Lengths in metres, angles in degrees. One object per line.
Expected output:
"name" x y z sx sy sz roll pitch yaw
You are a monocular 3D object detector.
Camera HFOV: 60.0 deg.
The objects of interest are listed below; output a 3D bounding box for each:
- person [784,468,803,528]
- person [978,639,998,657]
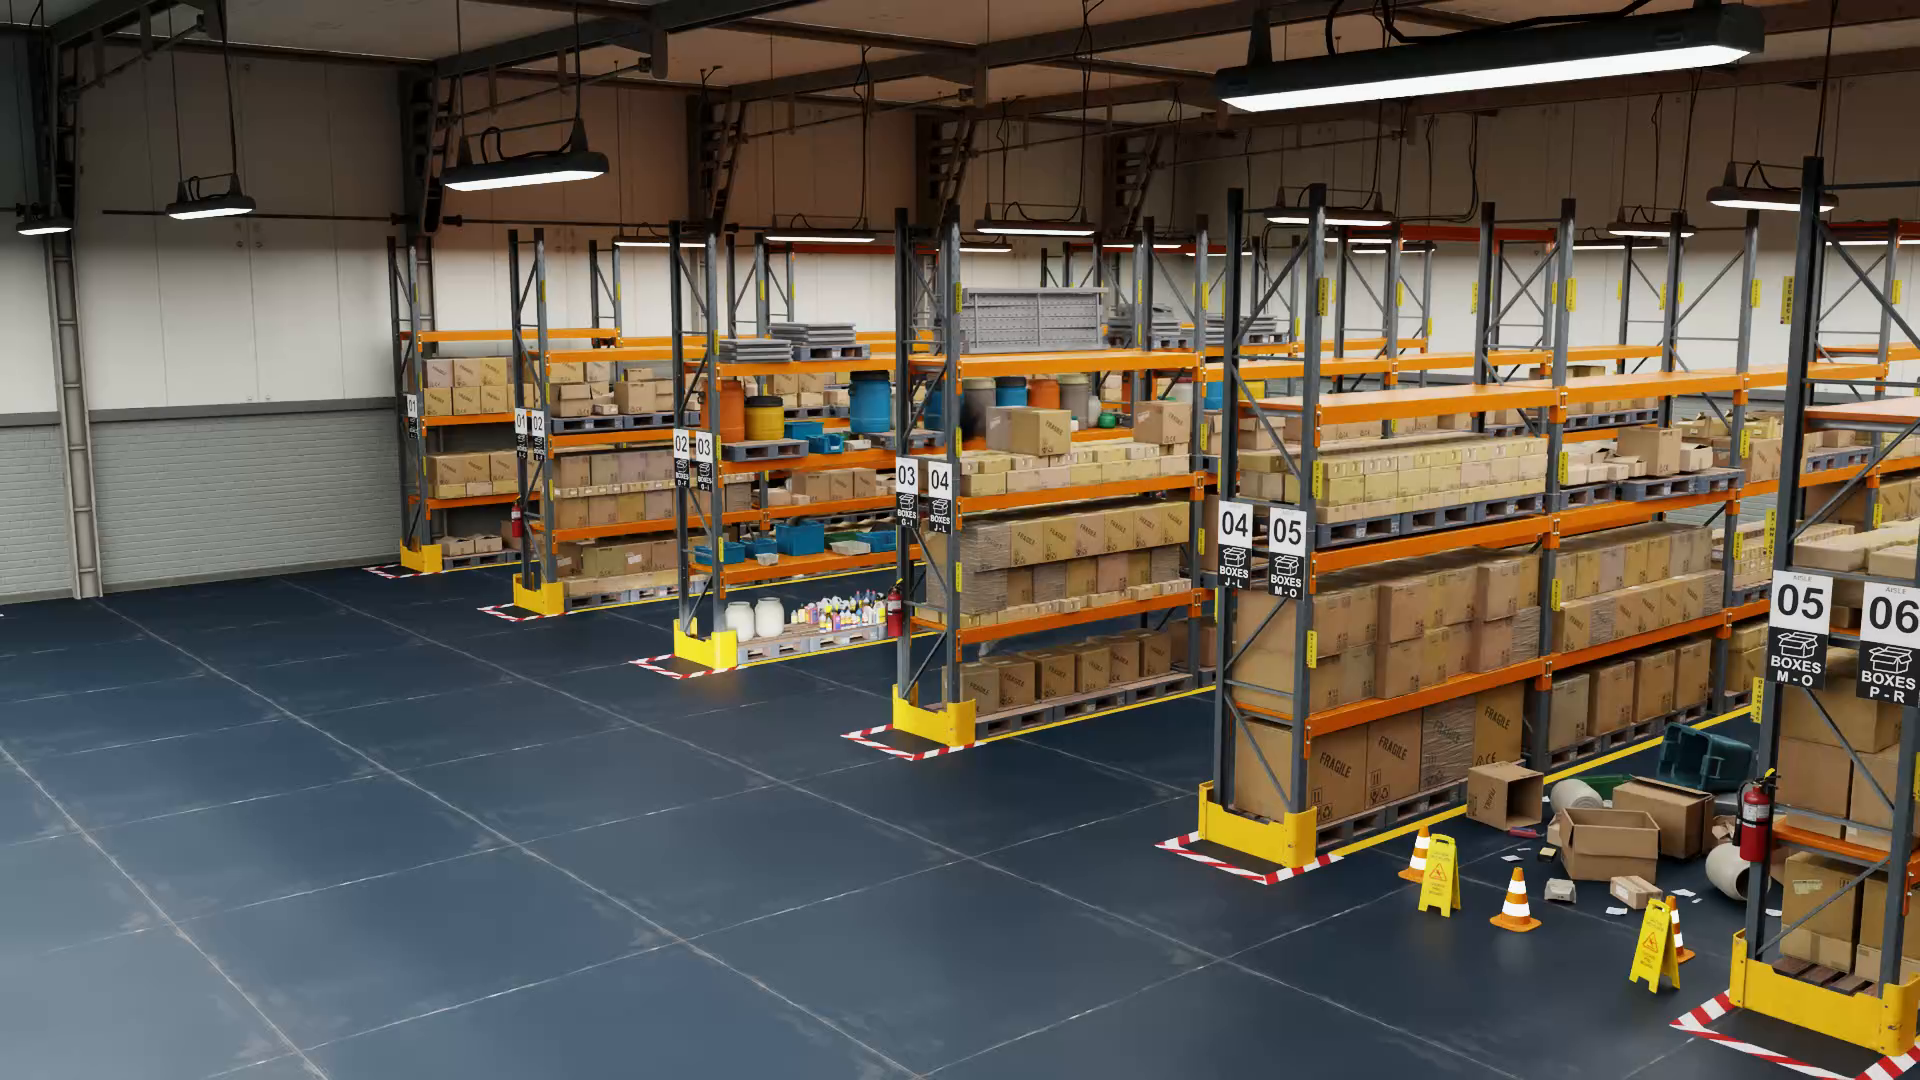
"person" -3.152 -0.612 31.967 0.834 1.825 0.600 -7 11 -37
"person" 0.335 0.732 23.288 0.681 1.810 0.826 6 11 34
